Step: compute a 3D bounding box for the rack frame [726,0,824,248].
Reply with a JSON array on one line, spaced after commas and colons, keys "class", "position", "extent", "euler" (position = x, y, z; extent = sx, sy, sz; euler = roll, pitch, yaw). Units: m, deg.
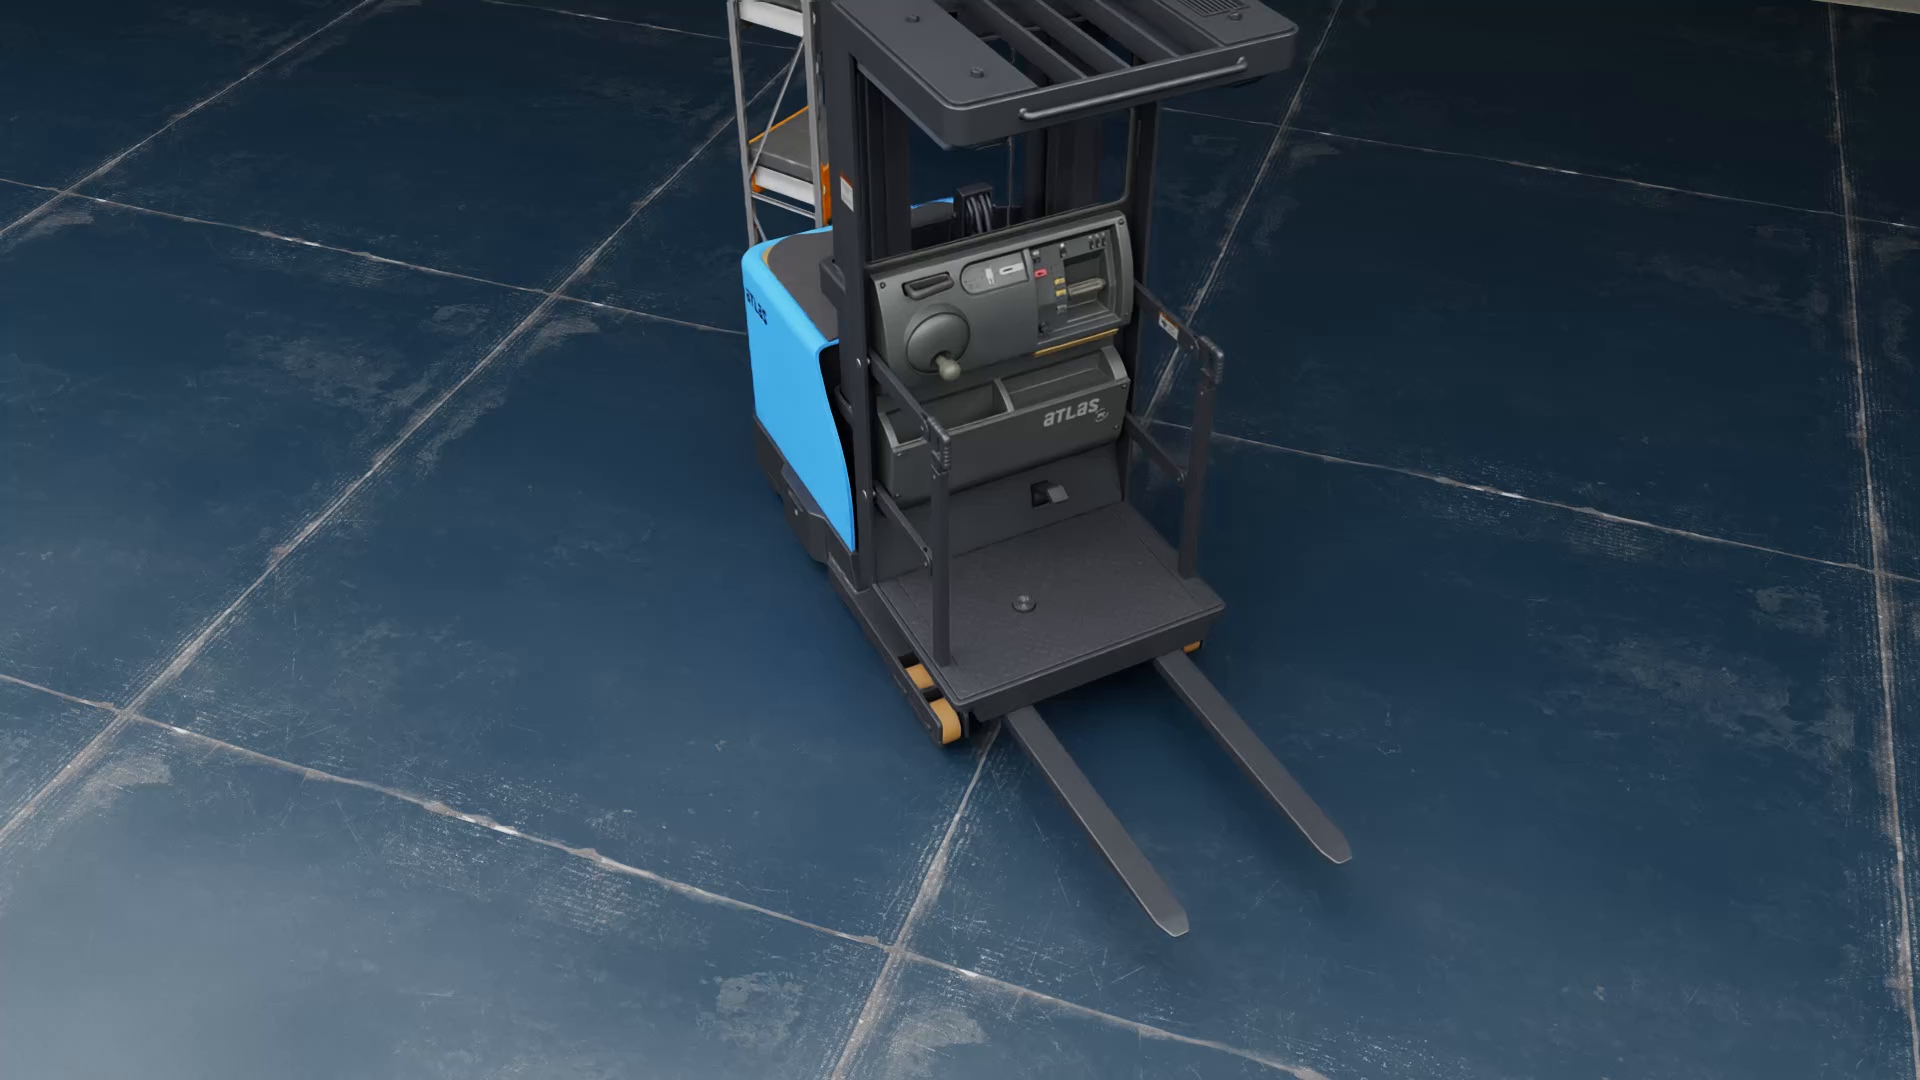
[{"class": "rack frame", "position": [-0.710, -1.346, 6.710], "extent": [0.400, 2.100, 0.015], "euler": [24, 46, 25]}]

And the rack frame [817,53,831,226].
[{"class": "rack frame", "position": [-0.437, -1.609, 7.018], "extent": [0.400, 2.100, 0.015], "euler": [24, 46, 25]}]

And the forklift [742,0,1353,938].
[{"class": "forklift", "position": [0.256, -0.722, 5.339], "extent": [1.130, 2.935, 3.031], "euler": [-18, 44, -20]}]

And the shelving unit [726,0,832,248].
[{"class": "shelving unit", "position": [-0.574, -1.477, 6.864], "extent": [0.431, 2.100, 0.503], "euler": [24, 46, 25]}]

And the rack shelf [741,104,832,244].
[{"class": "rack shelf", "position": [-0.574, -1.467, 6.873], "extent": [0.431, 0.518, 0.480], "euler": [24, 46, 25]}]

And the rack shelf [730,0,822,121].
[{"class": "rack shelf", "position": [-0.574, -2.000, 6.418], "extent": [0.431, 0.518, 0.480], "euler": [24, 46, 25]}]
